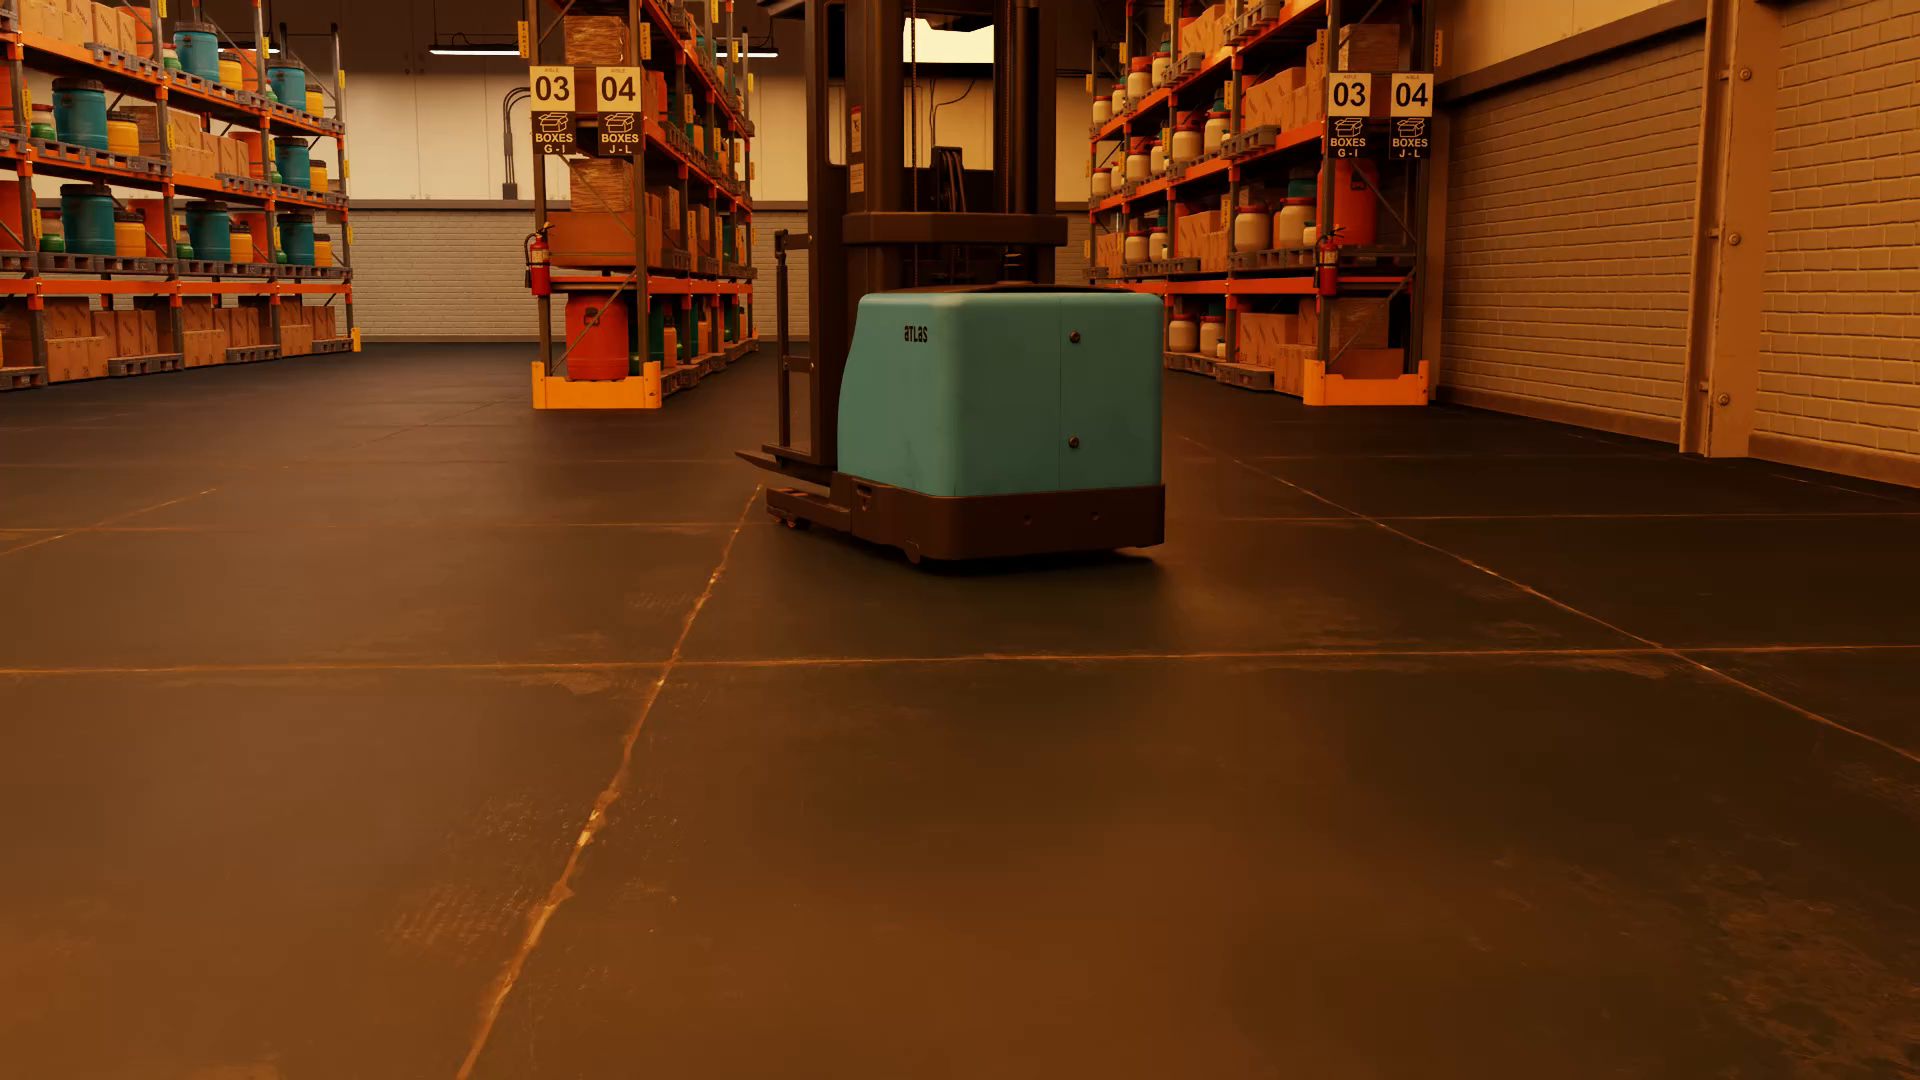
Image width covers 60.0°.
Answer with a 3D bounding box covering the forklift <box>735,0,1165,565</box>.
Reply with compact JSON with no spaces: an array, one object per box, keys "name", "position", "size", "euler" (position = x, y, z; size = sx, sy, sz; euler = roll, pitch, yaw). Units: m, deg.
[{"name":"forklift","position":[-0.264,-1.530,7.637],"size":[1.130,2.935,3.031],"euler":[-4,9,-25]}]
